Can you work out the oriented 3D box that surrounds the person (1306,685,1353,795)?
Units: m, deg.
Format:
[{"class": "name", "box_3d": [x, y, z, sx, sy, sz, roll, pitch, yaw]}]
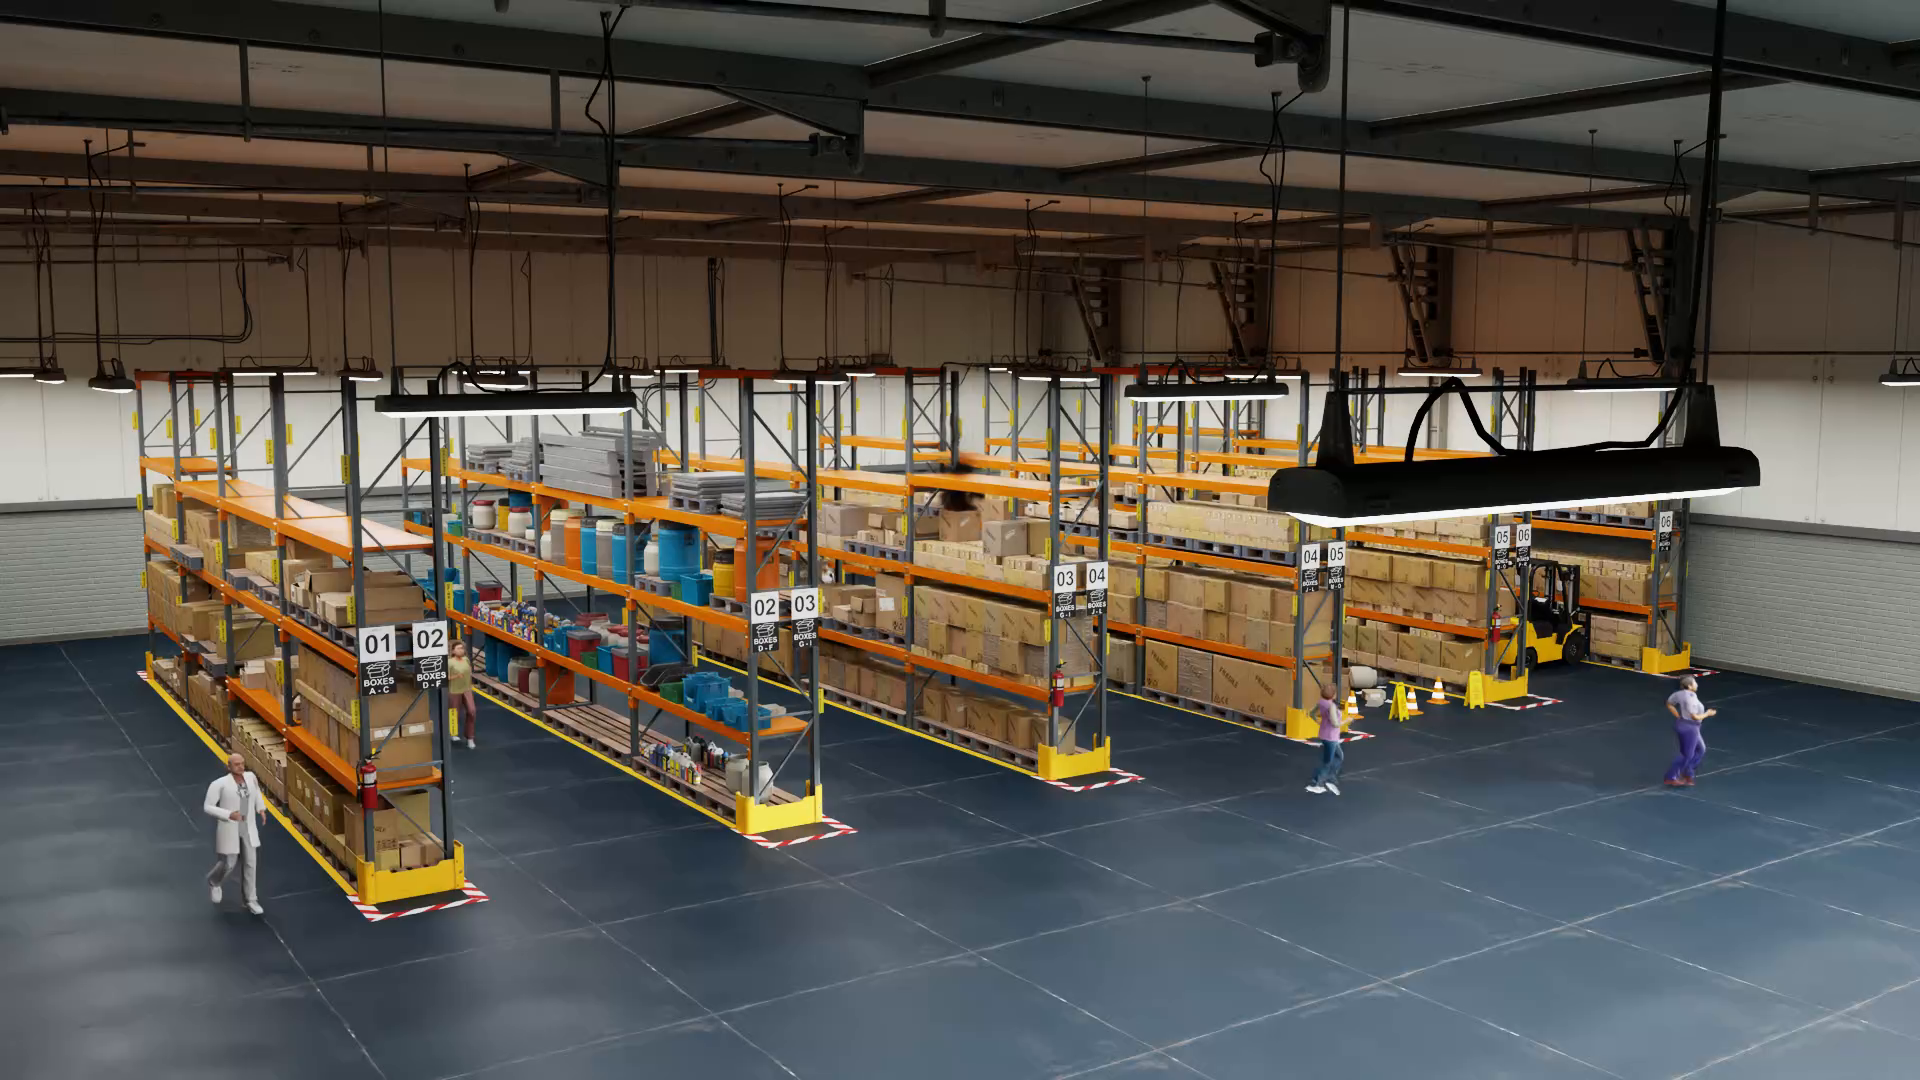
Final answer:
[{"class": "person", "box_3d": [5.272, 2.865, 23.732, 0.660, 1.635, 0.514, 0, 6, -3]}]

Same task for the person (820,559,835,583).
[{"class": "person", "box_3d": [-3.025, 1.252, 37.757, 0.650, 1.654, 0.644, -3, 7, -27]}]

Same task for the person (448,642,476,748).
[{"class": "person", "box_3d": [-8.055, 2.481, 26.774, 0.559, 1.717, 0.698, -5, 8, -38]}]

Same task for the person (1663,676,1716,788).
[{"class": "person", "box_3d": [10.588, 2.807, 24.150, 0.673, 1.691, 0.582, 1, 7, 10]}]

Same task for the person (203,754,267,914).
[{"class": "person", "box_3d": [-8.245, 3.308, 18.951, 0.958, 1.784, 0.741, 5, 8, 39]}]
